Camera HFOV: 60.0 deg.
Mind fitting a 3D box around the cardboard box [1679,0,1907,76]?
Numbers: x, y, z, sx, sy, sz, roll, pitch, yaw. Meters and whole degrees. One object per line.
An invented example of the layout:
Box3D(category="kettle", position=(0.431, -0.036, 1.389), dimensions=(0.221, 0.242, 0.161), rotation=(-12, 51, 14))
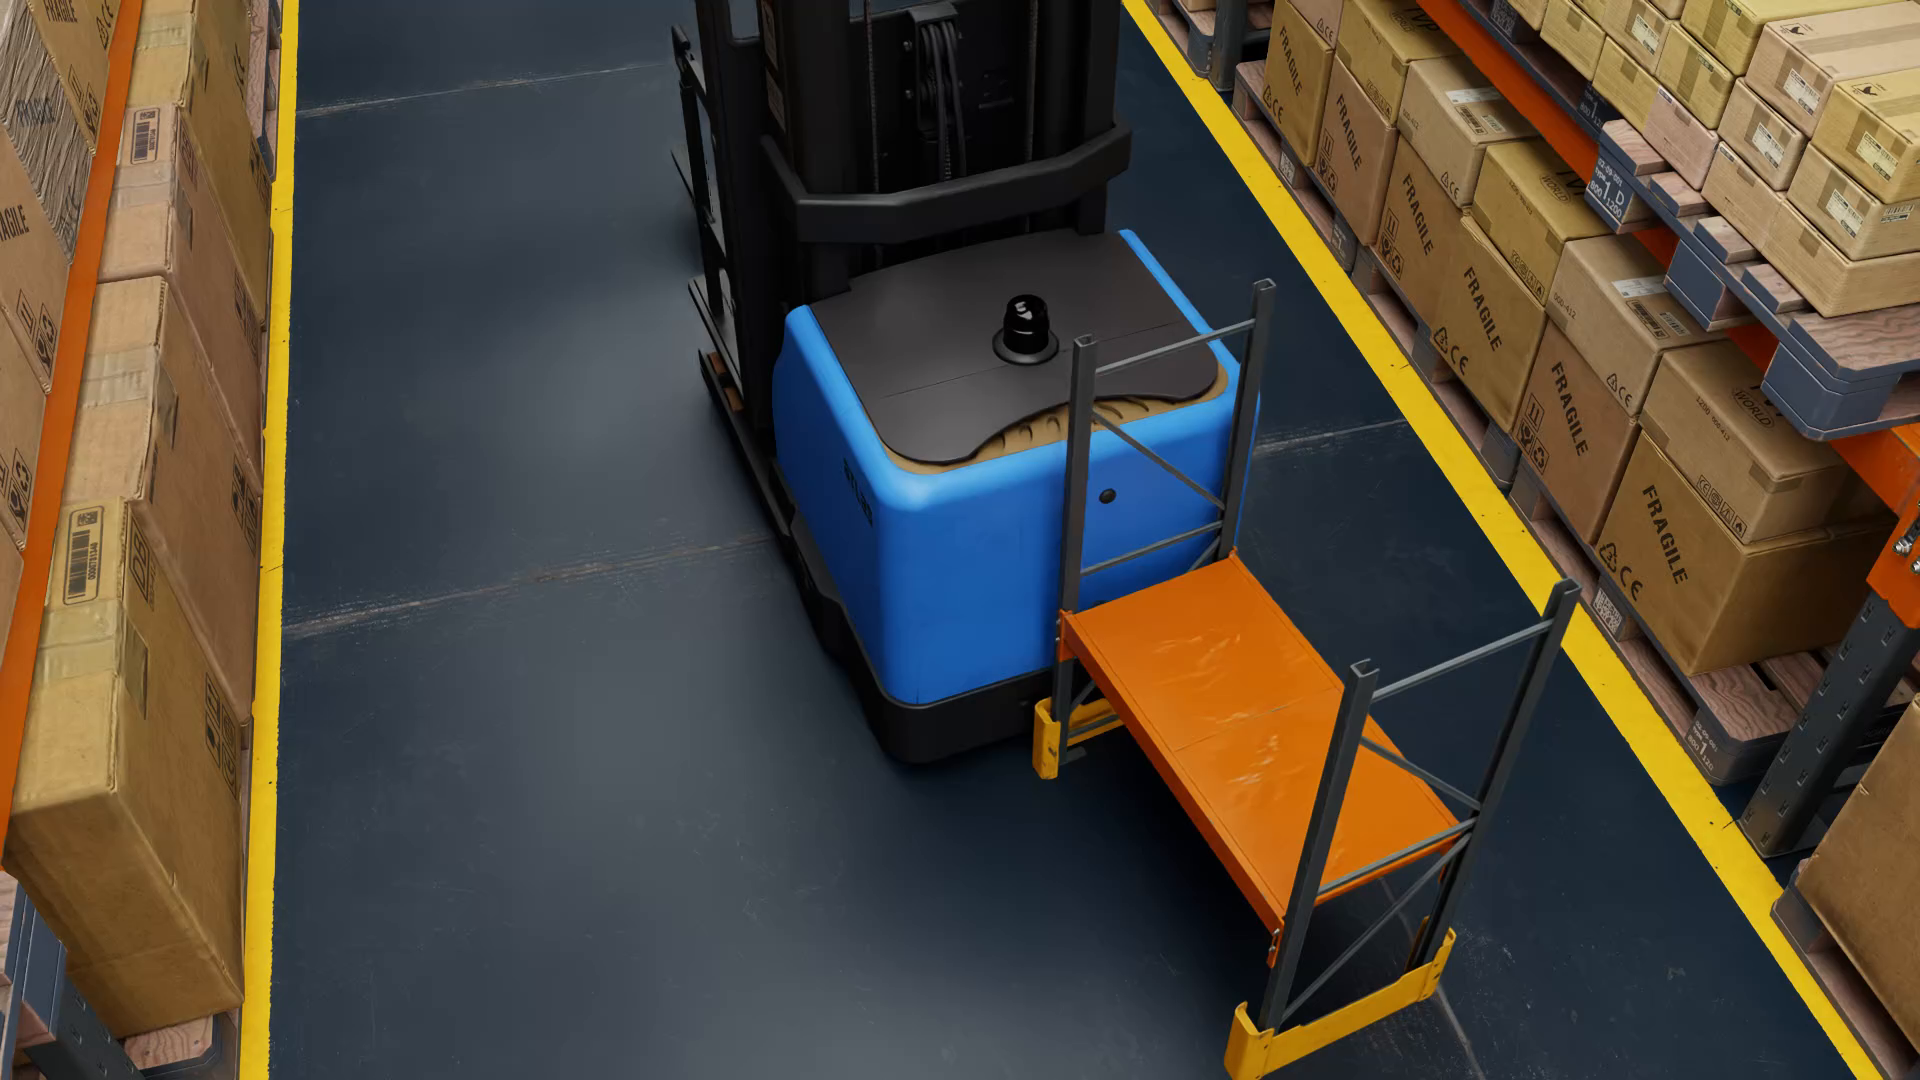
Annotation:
Box3D(category="cardboard box", position=(1.898, -1.208, 3.799), dimensions=(0.380, 0.149, 0.250), rotation=(-9, 46, -9))

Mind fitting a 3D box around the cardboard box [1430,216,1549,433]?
Box3D(category="cardboard box", position=(1.894, -0.731, 5.322), dimensions=(0.500, 0.500, 0.500), rotation=(-13, 47, -12))

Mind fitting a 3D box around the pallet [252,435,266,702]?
Box3D(category="pallet", position=(-2.663, 0.083, 5.021), dimensions=(1.003, 0.211, 1.213), rotation=(-11, 47, -10))

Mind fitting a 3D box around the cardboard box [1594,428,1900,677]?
Box3D(category="cardboard box", position=(2.174, -0.010, 4.616), dimensions=(0.500, 0.500, 0.500), rotation=(-11, 47, -11))

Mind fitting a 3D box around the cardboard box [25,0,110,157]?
Box3D(category="cardboard box", position=(-2.605, -1.315, 4.369), dimensions=(0.500, 0.500, 0.500), rotation=(-11, 47, -11))

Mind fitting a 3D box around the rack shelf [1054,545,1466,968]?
Box3D(category="rack shelf", position=(0.697, 0.478, 3.983), dimensions=(0.538, 0.185, 1.000), rotation=(-19, 49, -18))

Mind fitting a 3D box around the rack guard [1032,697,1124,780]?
Box3D(category="rack guard", position=(0.476, 0.464, 4.621), dimensions=(0.587, 0.250, 0.087), rotation=(-19, 49, -18))

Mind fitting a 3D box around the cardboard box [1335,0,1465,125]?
Box3D(category="cardboard box", position=(1.644, -1.702, 5.749), dimensions=(0.500, 0.250, 0.500), rotation=(-10, 46, -9))

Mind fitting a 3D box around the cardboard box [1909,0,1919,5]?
Box3D(category="cardboard box", position=(2.523, -1.235, 4.034), dimensions=(0.380, 0.149, 0.250), rotation=(-12, 47, -12))

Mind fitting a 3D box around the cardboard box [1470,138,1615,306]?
Box3D(category="cardboard box", position=(1.912, -0.990, 5.052), dimensions=(0.500, 0.250, 0.500), rotation=(-10, 46, -9))

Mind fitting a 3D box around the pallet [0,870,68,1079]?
Box3D(category="pallet", position=(-1.939, 1.046, 2.259), dimensions=(1.213, 0.211, 1.003), rotation=(-11, 47, -10))

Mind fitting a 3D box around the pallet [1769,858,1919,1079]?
Box3D(category="pallet", position=(2.725, 1.203, 3.923), dimensions=(1.003, 0.211, 1.213), rotation=(-11, 47, -10))

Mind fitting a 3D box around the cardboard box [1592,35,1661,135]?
Box3D(category="cardboard box", position=(1.837, -1.169, 4.177), dimensions=(0.380, 0.149, 0.250), rotation=(-11, 47, -11))

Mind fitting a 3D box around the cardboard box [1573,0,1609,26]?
Box3D(category="cardboard box", position=(1.764, -1.463, 4.257), dimensions=(0.380, 0.149, 0.250), rotation=(-11, 47, -11))

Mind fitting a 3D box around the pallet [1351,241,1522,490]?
Box3D(category="pallet", position=(2.088, -0.736, 5.823), dimensions=(1.003, 0.211, 1.213), rotation=(-11, 47, -10))

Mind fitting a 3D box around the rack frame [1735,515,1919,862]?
Box3D(category="rack frame", position=(2.596, -0.331, 3.474), dimensions=(1.000, 3.000, 0.127), rotation=(-11, 47, -10))

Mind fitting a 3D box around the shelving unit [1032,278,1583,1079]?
Box3D(category="shelving unit", position=(0.693, 0.346, 3.860), dimensions=(0.587, 1.500, 1.083), rotation=(-19, 49, -18))

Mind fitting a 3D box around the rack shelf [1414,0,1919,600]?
Box3D(category="rack shelf", position=(2.084, -1.460, 5.085), dimensions=(1.077, 0.370, 4.000), rotation=(-11, 47, -10))

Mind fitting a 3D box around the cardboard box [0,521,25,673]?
Box3D(category="cardboard box", position=(-2.086, 0.086, 2.996), dimensions=(0.500, 0.500, 0.500), rotation=(-9, 46, -9))

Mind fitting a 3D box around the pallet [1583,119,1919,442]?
Box3D(category="pallet", position=(2.310, -0.737, 4.006), dimensions=(1.213, 0.211, 1.003), rotation=(-11, 47, -10))

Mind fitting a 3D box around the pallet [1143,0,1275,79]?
Box3D(category="pallet", position=(1.365, -2.574, 7.625), dimensions=(1.003, 0.211, 1.213), rotation=(-11, 47, -10))

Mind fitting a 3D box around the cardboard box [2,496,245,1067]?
Box3D(category="cardboard box", position=(-2.381, 0.622, 3.734), dimensions=(1.225, 0.875, 0.875), rotation=(-13, 47, -12))

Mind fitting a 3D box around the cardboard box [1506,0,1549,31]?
Box3D(category="cardboard box", position=(1.702, -1.533, 4.534), dimensions=(0.380, 0.149, 0.250), rotation=(-9, 46, -9))

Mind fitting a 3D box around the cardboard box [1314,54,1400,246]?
Box3D(category="cardboard box", position=(1.641, -1.441, 6.018), dimensions=(0.500, 0.500, 0.500), rotation=(-9, 46, -9))

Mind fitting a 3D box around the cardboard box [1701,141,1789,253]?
Box3D(category="cardboard box", position=(1.963, -0.819, 3.834), dimensions=(0.380, 0.149, 0.250), rotation=(-11, 47, -10))

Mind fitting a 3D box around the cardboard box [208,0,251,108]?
Box3D(category="cardboard box", position=(-3.341, -2.129, 6.430), dimensions=(0.875, 0.875, 0.875), rotation=(-11, 47, -10))

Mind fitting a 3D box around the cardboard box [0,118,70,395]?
Box3D(category="cardboard box", position=(-2.355, -0.623, 3.690), dimensions=(0.500, 0.500, 0.500), rotation=(-11, 47, -11))

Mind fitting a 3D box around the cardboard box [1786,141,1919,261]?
Box3D(category="cardboard box", position=(2.029, -0.752, 3.561), dimensions=(0.380, 0.149, 0.250), rotation=(-10, 46, -9))

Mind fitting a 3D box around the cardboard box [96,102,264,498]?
Box3D(category="cardboard box", position=(-2.836, -0.604, 4.935), dimensions=(1.225, 0.875, 0.875), rotation=(-12, 47, -12))

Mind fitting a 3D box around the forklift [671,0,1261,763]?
Box3D(category="forklift", position=(-0.245, -1.485, 4.653), dimensions=(1.130, 2.935, 3.031), rotation=(-16, 48, -15))

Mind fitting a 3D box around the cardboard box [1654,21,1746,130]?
Box3D(category="cardboard box", position=(1.889, -1.117, 3.918), dimensions=(0.380, 0.149, 0.250), rotation=(-10, 46, -9))

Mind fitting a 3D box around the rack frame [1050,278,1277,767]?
Box3D(category="rack frame", position=(0.475, 0.025, 4.175), dimensions=(0.500, 1.500, 0.032), rotation=(-19, 49, -18))

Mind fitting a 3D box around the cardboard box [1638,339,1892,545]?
Box3D(category="cardboard box", position=(2.167, -0.290, 4.365), dimensions=(0.500, 0.250, 0.500), rotation=(-12, 47, -11))

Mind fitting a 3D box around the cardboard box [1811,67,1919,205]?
Box3D(category="cardboard box", position=(2.027, -0.853, 3.451), dimensions=(0.380, 0.149, 0.250), rotation=(-12, 47, -12))

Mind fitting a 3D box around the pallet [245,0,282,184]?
Box3D(category="pallet", position=(-3.368, -1.819, 6.885), dimensions=(1.003, 0.211, 1.213), rotation=(-11, 47, -10))
